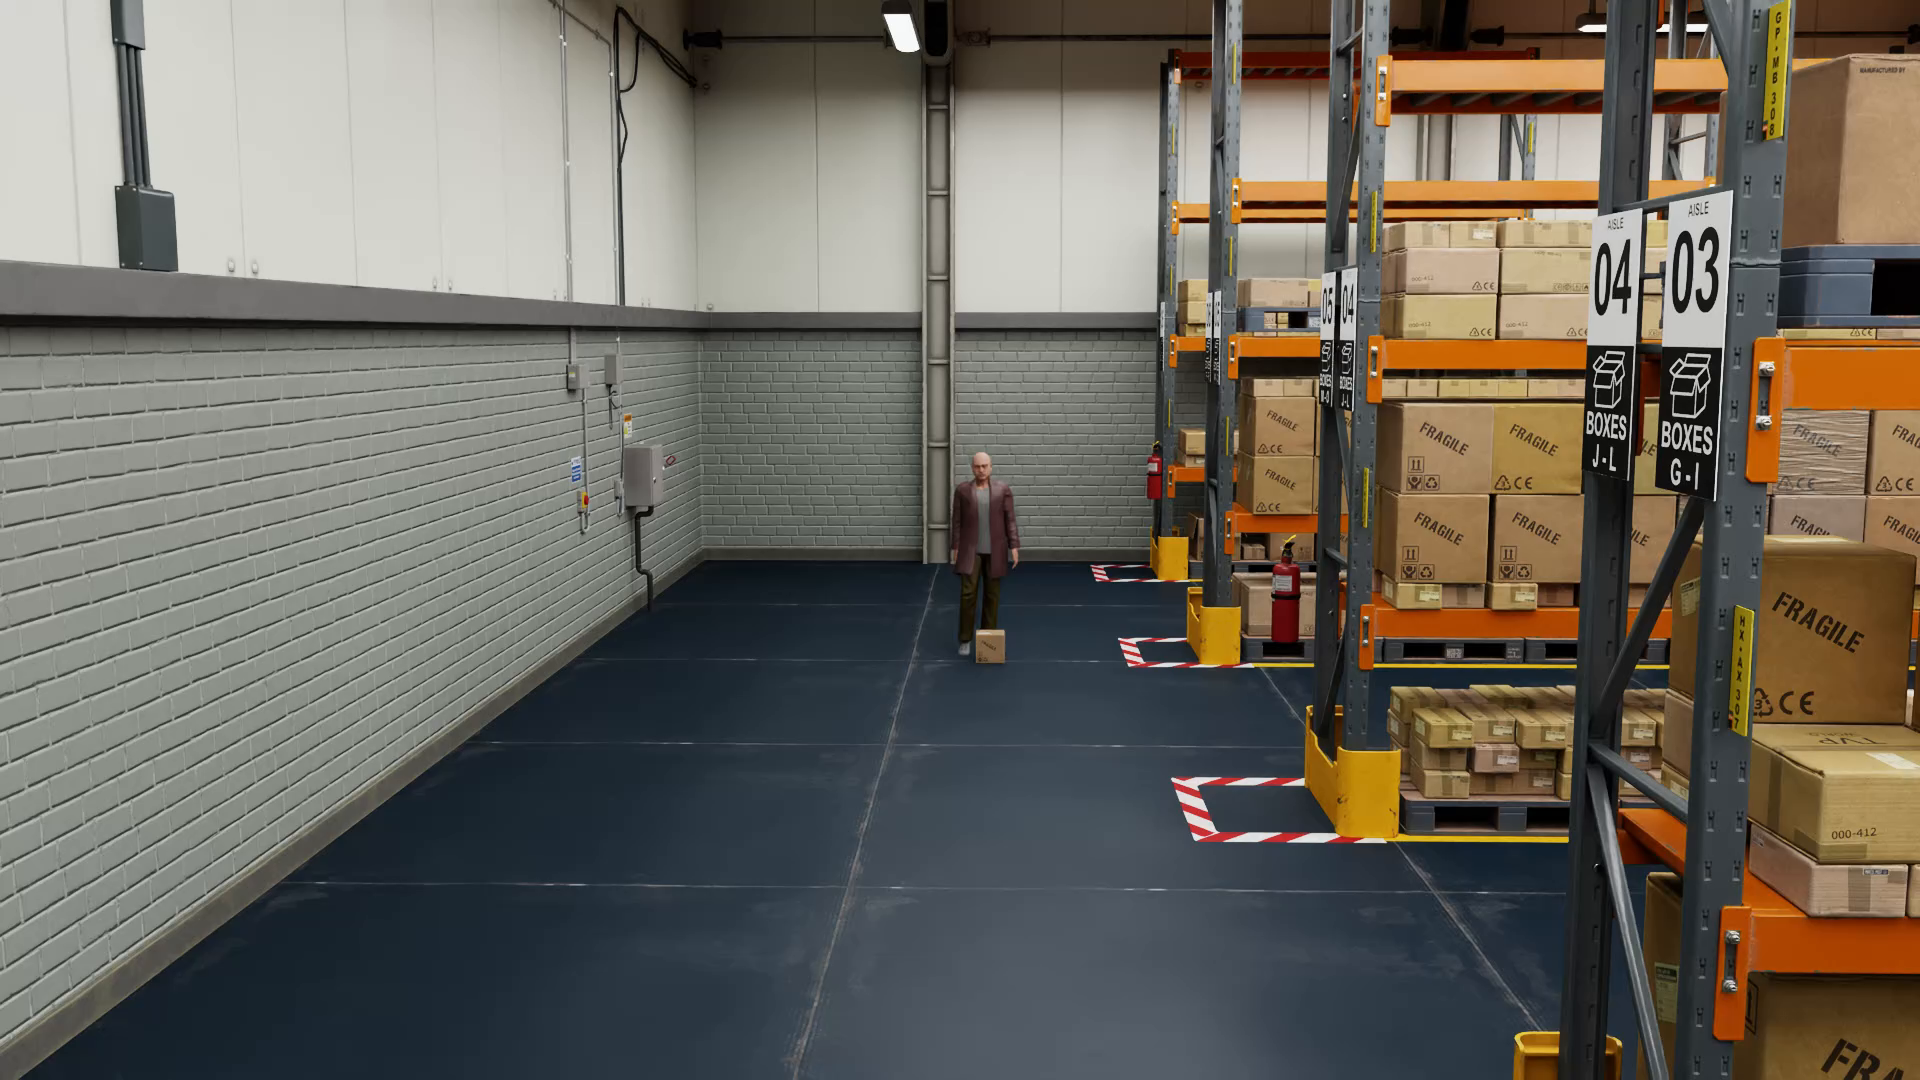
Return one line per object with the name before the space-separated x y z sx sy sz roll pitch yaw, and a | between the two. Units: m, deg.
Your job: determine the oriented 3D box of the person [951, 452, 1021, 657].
person | 0.243 0.138 14.847 0.625 1.833 0.495 -1 7 -5
